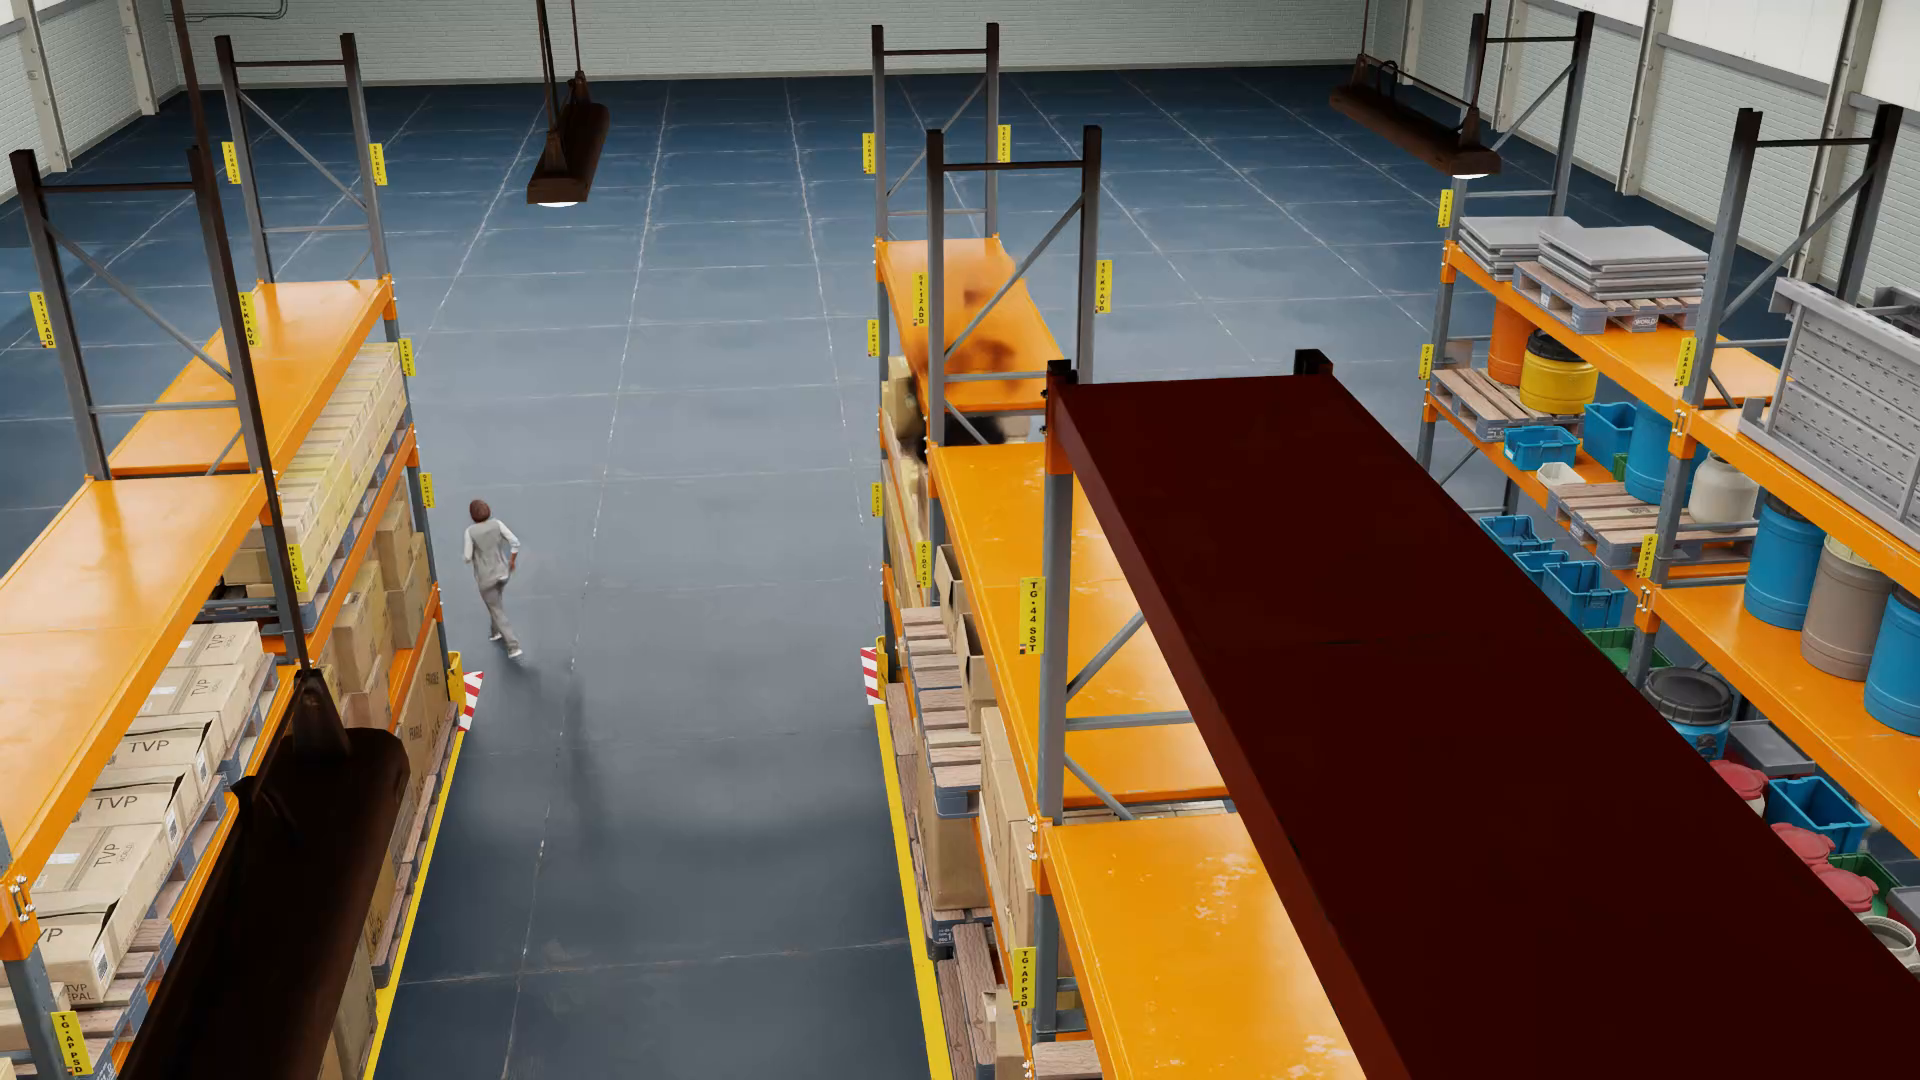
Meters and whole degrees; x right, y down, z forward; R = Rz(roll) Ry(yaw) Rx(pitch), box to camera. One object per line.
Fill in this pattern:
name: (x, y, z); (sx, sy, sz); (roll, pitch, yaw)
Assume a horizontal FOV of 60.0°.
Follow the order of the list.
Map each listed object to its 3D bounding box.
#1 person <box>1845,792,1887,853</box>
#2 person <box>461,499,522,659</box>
person: (6.844, 2.020, 12.390); (0.613, 1.620, 0.688); (-6, 26, -12)
person: (-4.443, 0.386, 15.850); (0.484, 1.615, 0.840); (-22, 33, -38)
